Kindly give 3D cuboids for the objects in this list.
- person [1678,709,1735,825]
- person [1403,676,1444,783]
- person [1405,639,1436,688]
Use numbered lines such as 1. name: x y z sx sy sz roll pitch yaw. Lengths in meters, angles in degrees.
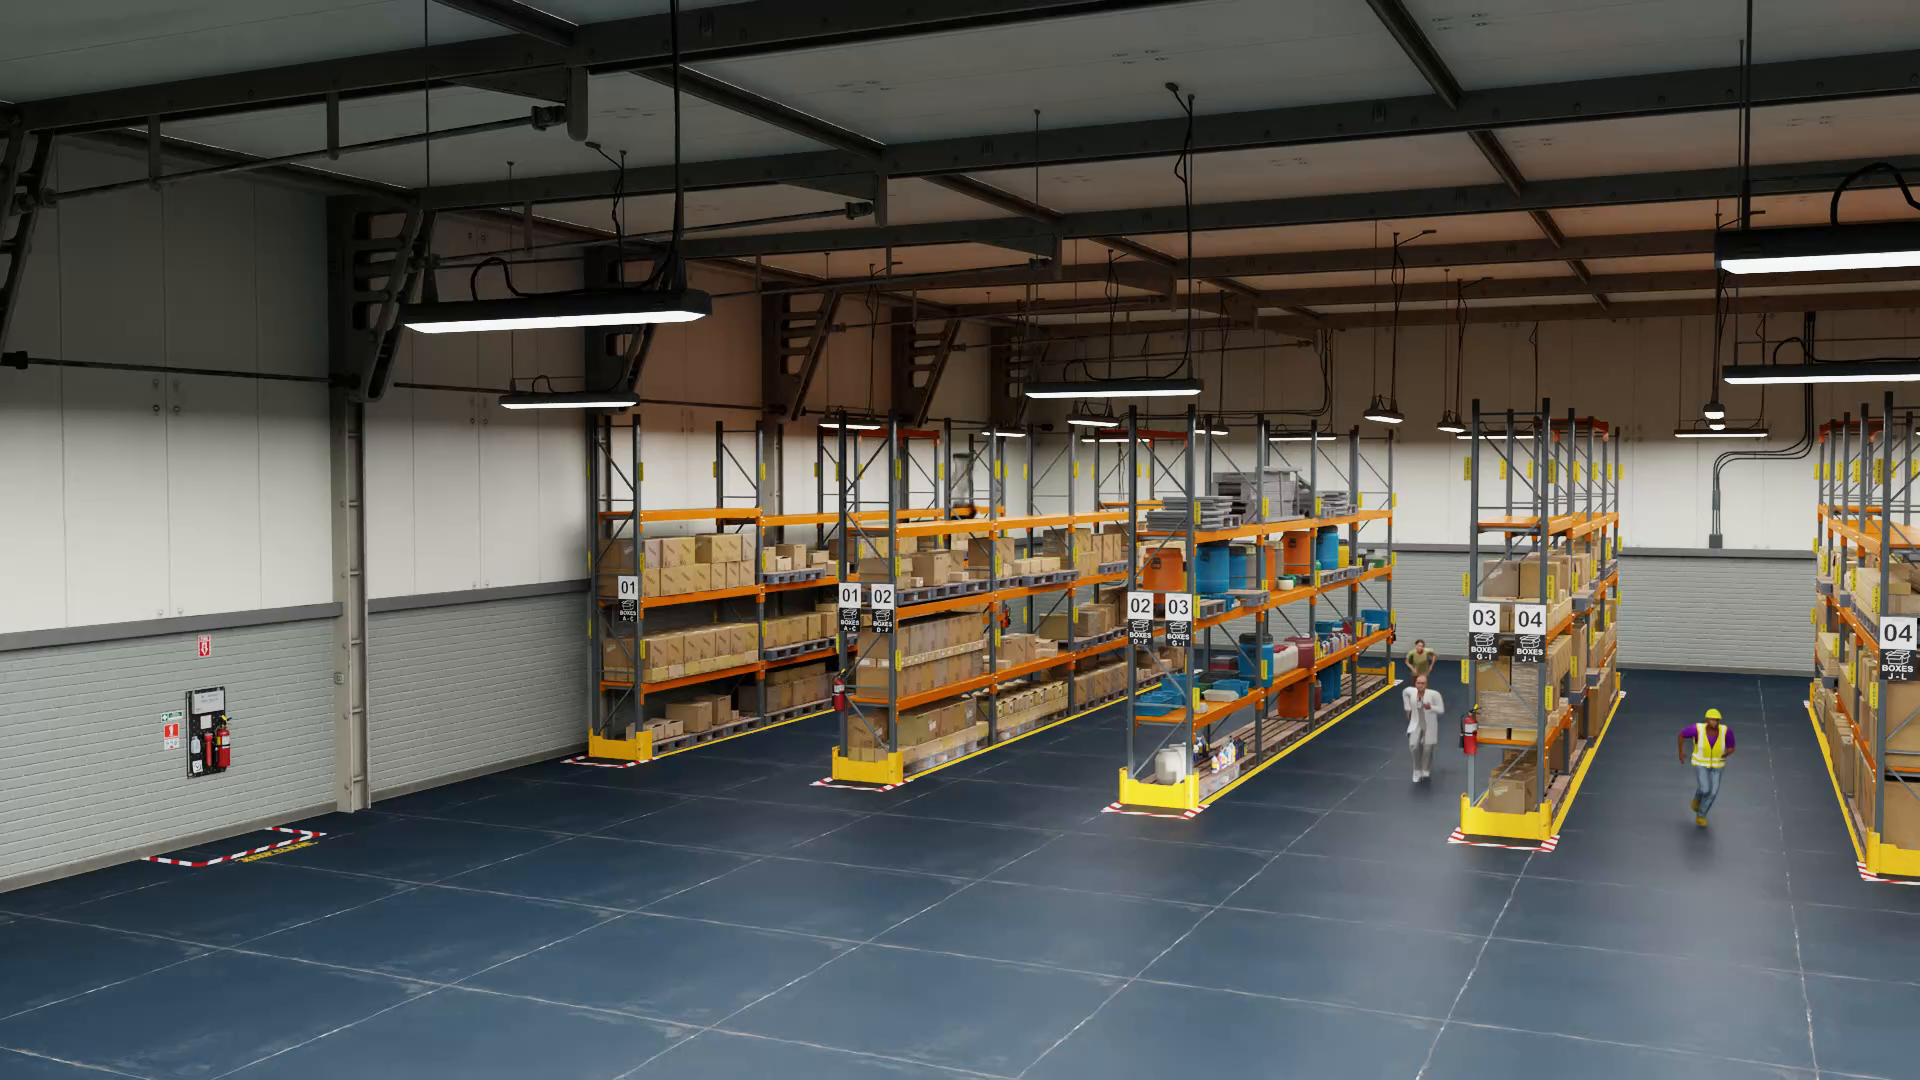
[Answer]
1. person: 10.537 3.203 23.418 0.685 1.679 0.714 0 2 6
2. person: 7.442 3.028 26.737 0.691 1.737 0.989 1 3 22
3. person: 9.462 2.816 34.217 0.614 1.624 1.005 0 2 11
